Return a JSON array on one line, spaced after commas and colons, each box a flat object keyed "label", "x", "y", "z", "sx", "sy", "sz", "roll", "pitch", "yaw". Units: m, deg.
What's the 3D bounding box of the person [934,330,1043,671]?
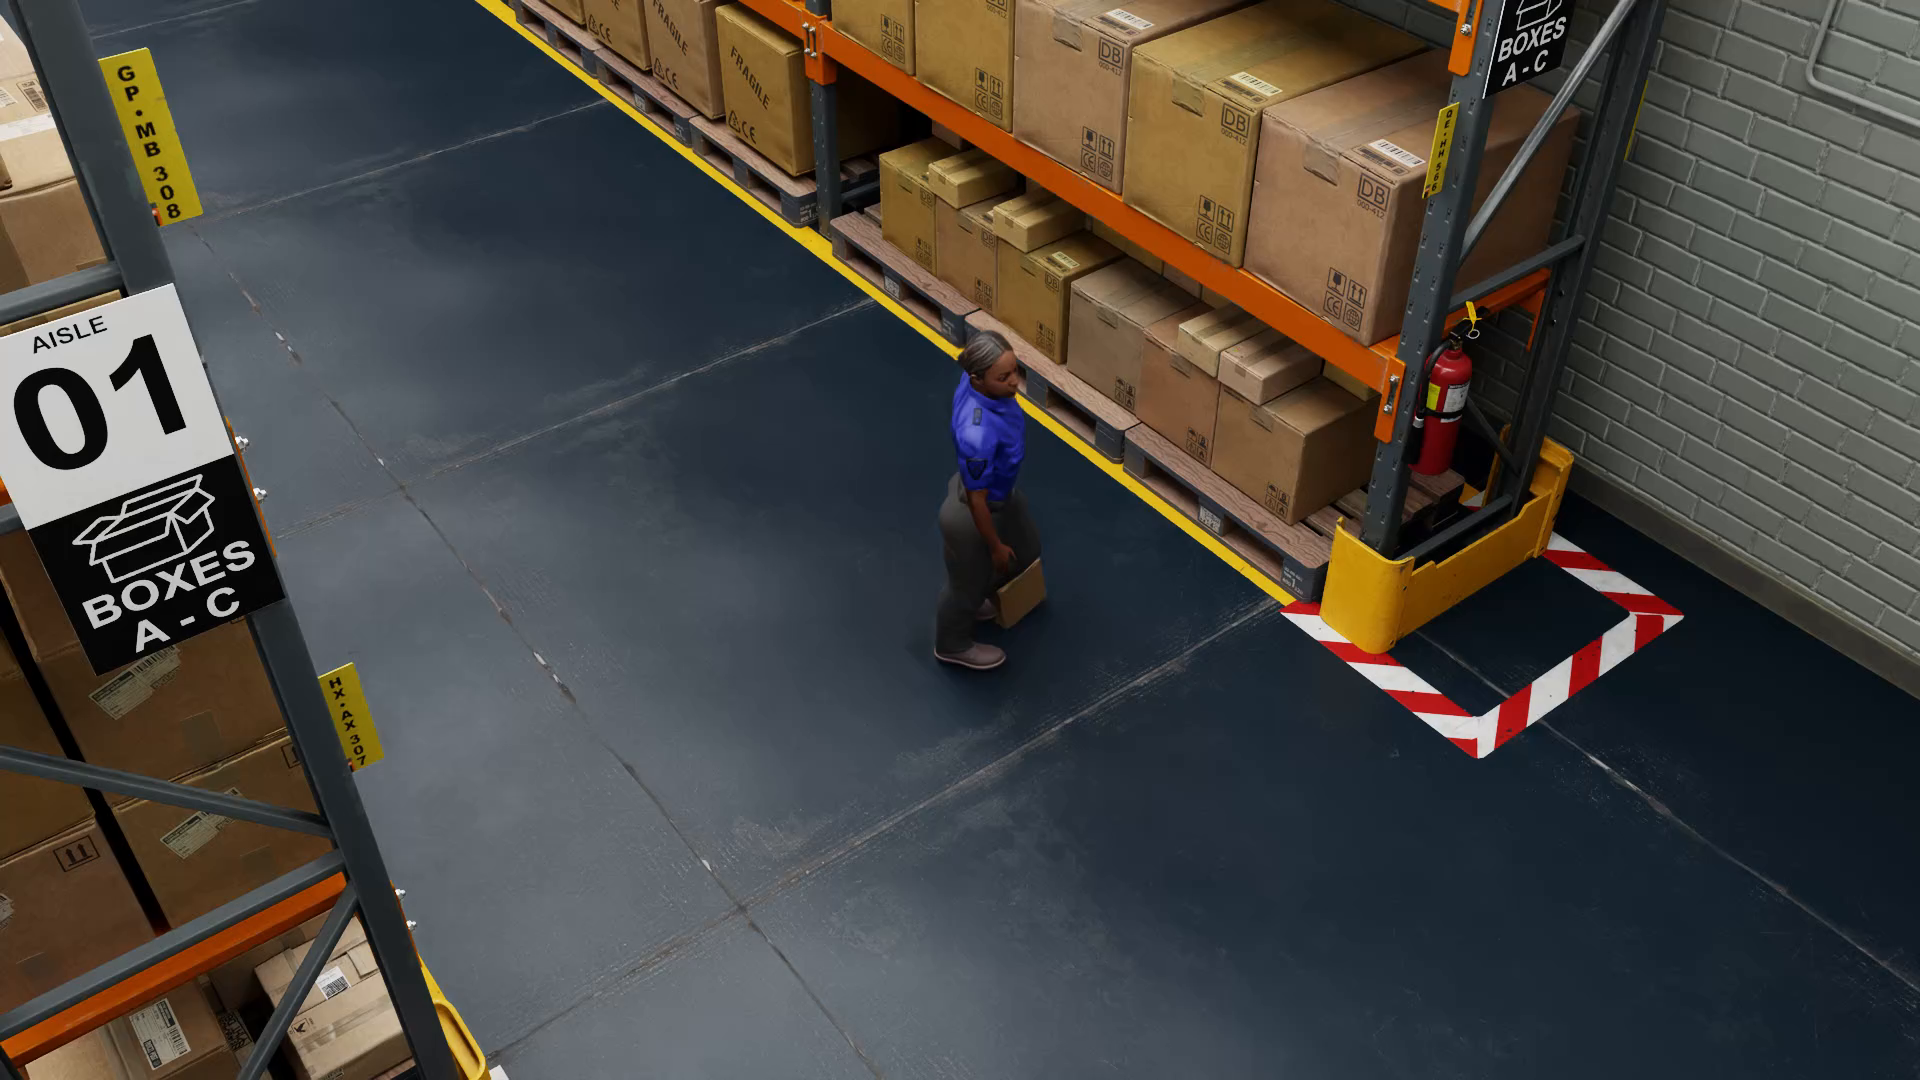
[{"label": "person", "x": 0.100, "y": -0.133, "z": 6.295, "sx": 0.418, "sy": 1.646, "sz": 0.572, "roll": 6, "pitch": 41, "yaw": 7}]
